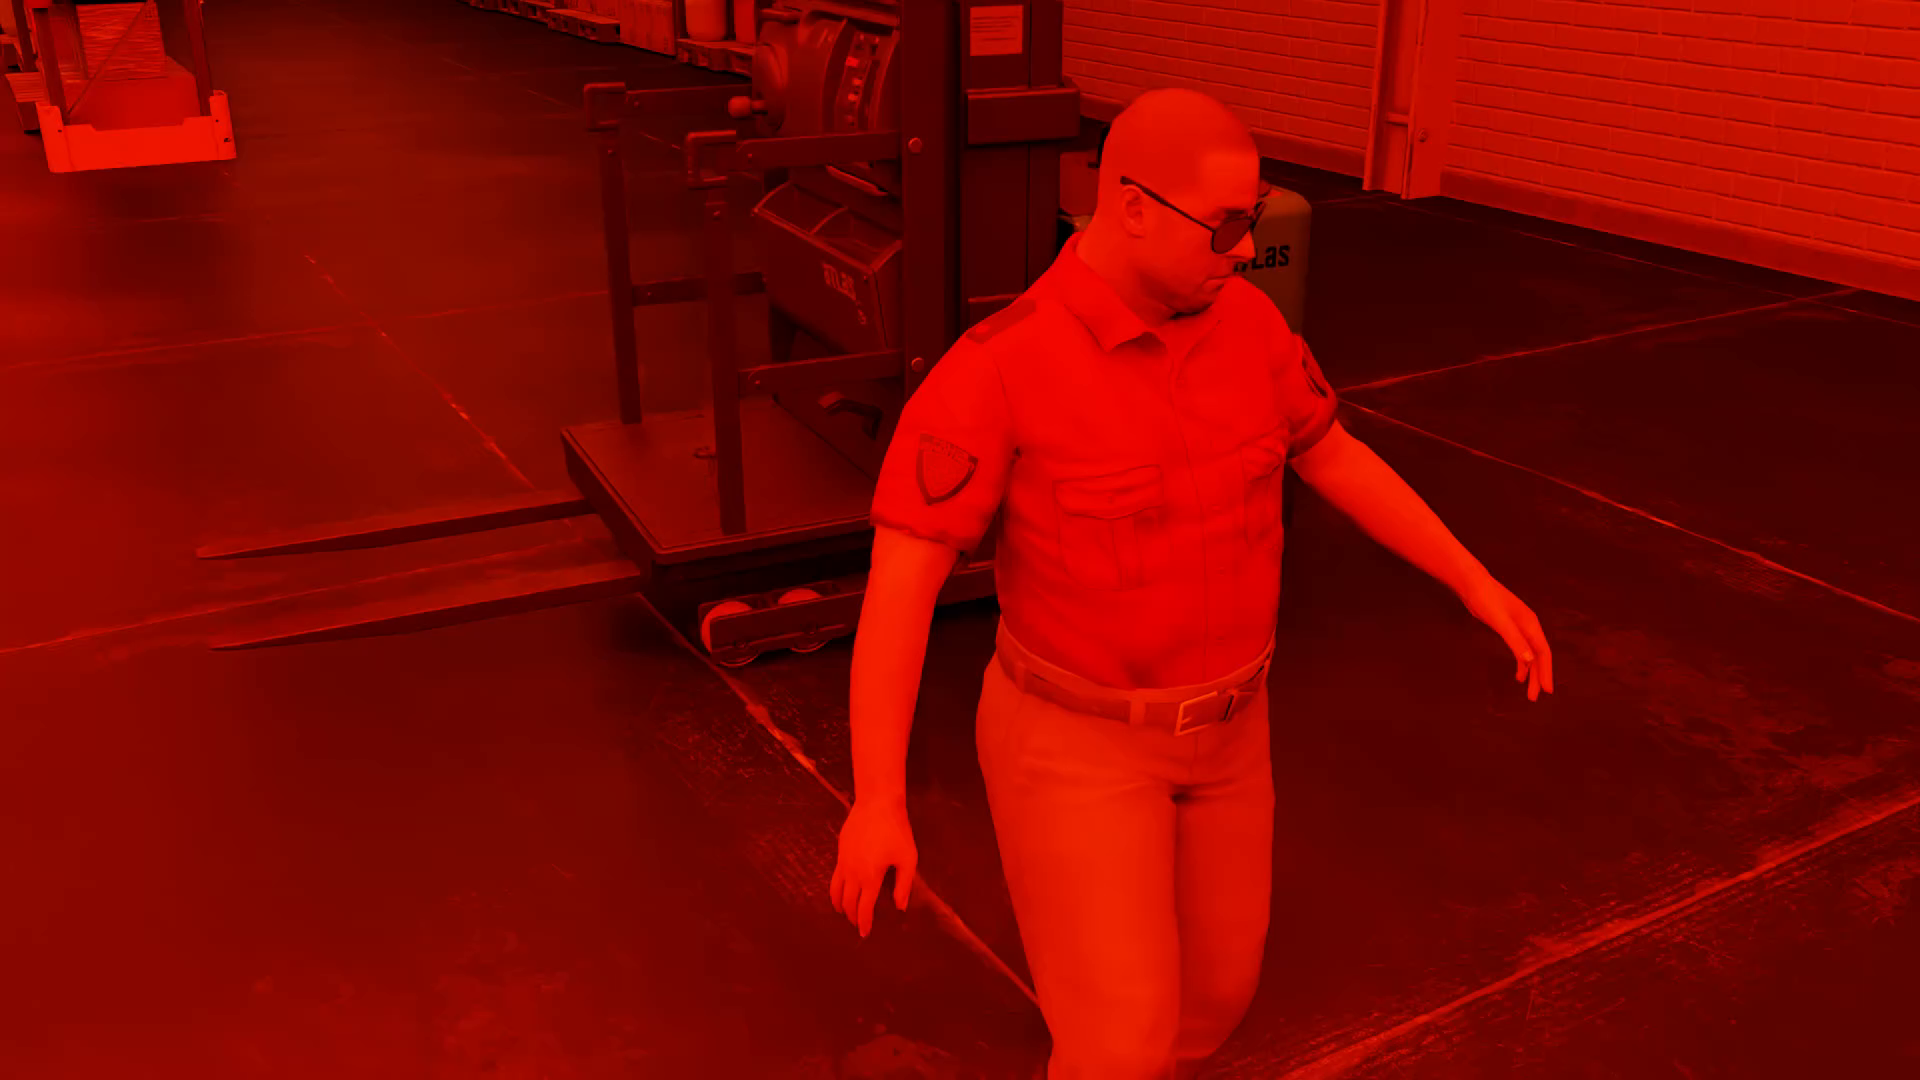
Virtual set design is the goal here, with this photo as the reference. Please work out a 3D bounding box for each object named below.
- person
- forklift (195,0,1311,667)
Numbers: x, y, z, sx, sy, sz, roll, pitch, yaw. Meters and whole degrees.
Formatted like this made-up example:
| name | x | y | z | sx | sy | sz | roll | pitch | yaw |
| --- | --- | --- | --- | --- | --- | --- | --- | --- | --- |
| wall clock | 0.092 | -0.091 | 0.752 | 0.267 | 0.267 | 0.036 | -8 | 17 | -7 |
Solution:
| name | x | y | z | sx | sy | sz | roll | pitch | yaw |
| --- | --- | --- | --- | --- | --- | --- | --- | --- | --- |
| person | 0.270 | 0.319 | 2.201 | 0.962 | 1.767 | 0.507 | -12 | 25 | -27 |
| forklift | -0.550 | -1.255 | 4.331 | 3.031 | 2.935 | 1.130 | -10 | 24 | -23 |
